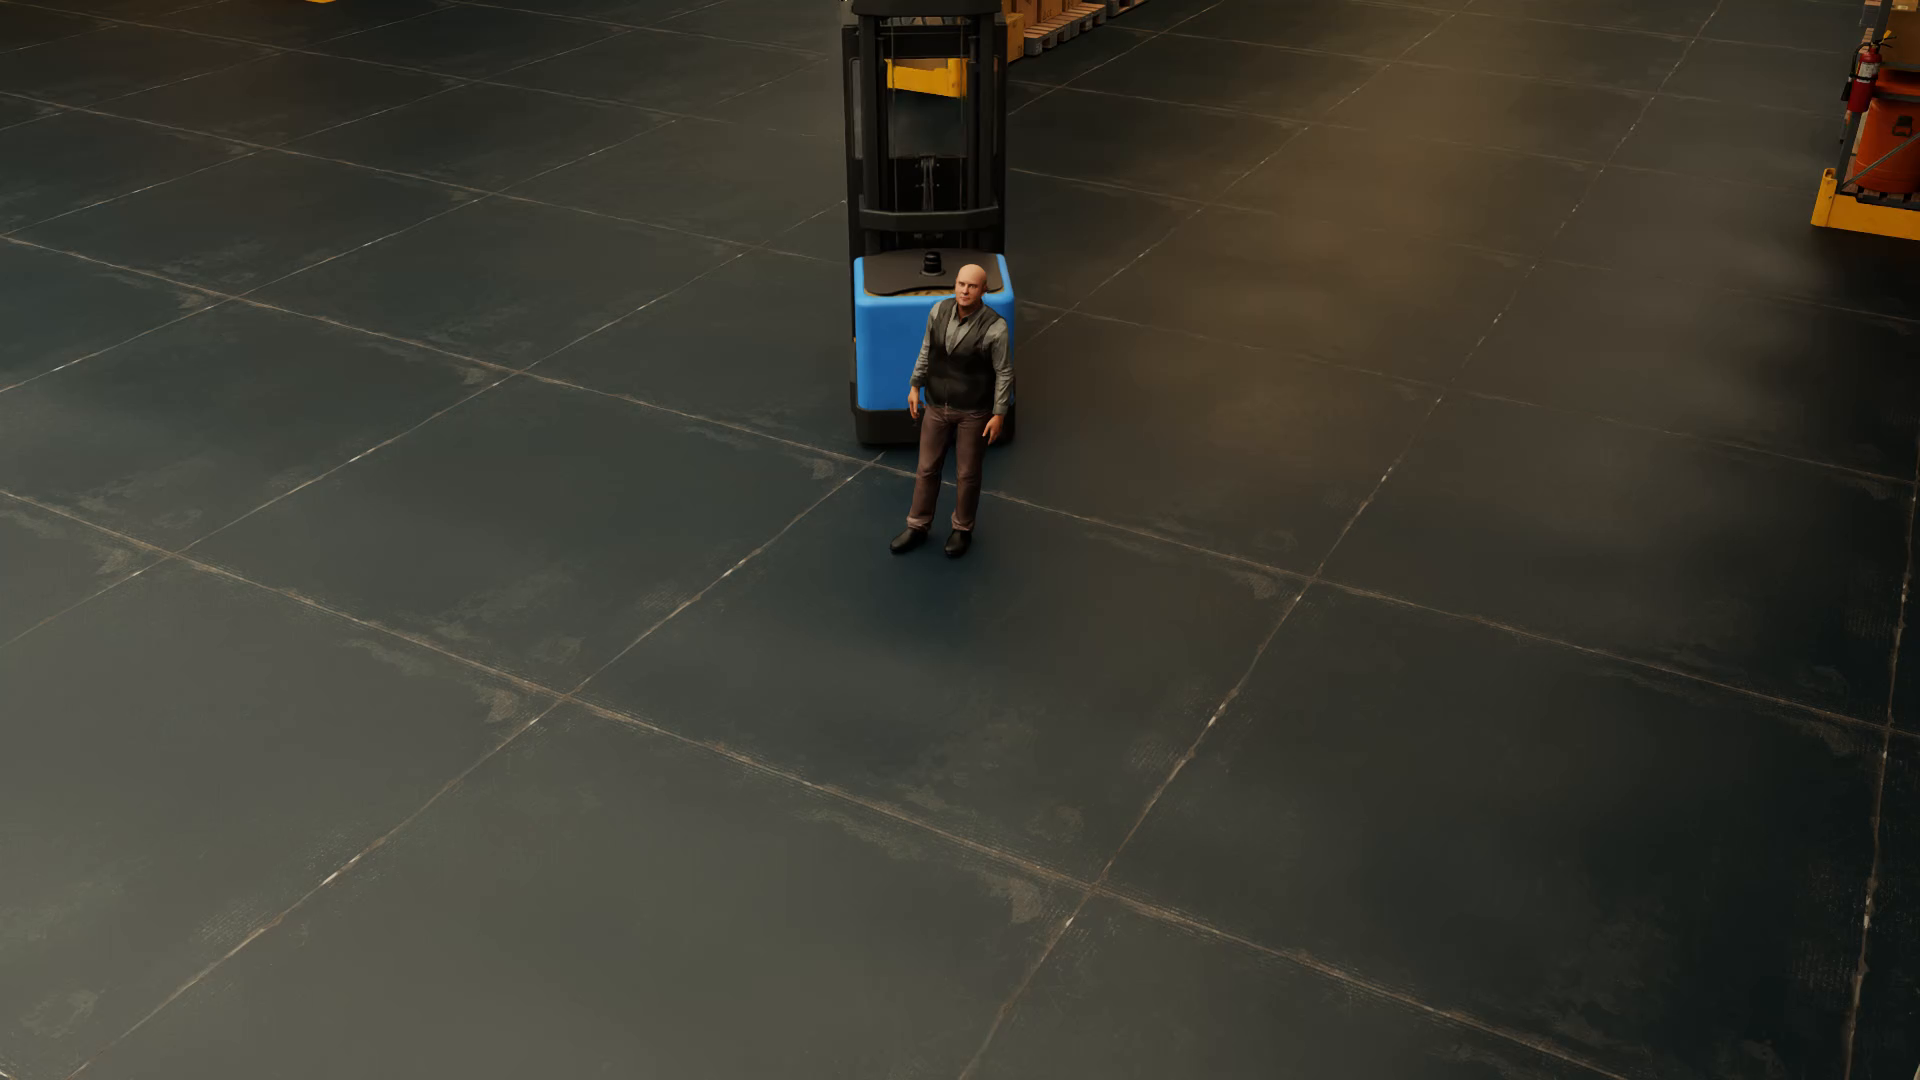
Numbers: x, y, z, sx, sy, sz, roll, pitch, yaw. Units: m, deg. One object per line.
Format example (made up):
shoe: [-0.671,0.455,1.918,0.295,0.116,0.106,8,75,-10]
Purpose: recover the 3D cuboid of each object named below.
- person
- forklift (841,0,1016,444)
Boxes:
person: [-0.037,-0.727,9.525,0.632,1.720,0.568,15,33,25]
forklift: [-0.250,-2.610,11.593,1.130,2.935,3.031,-2,30,-3]
